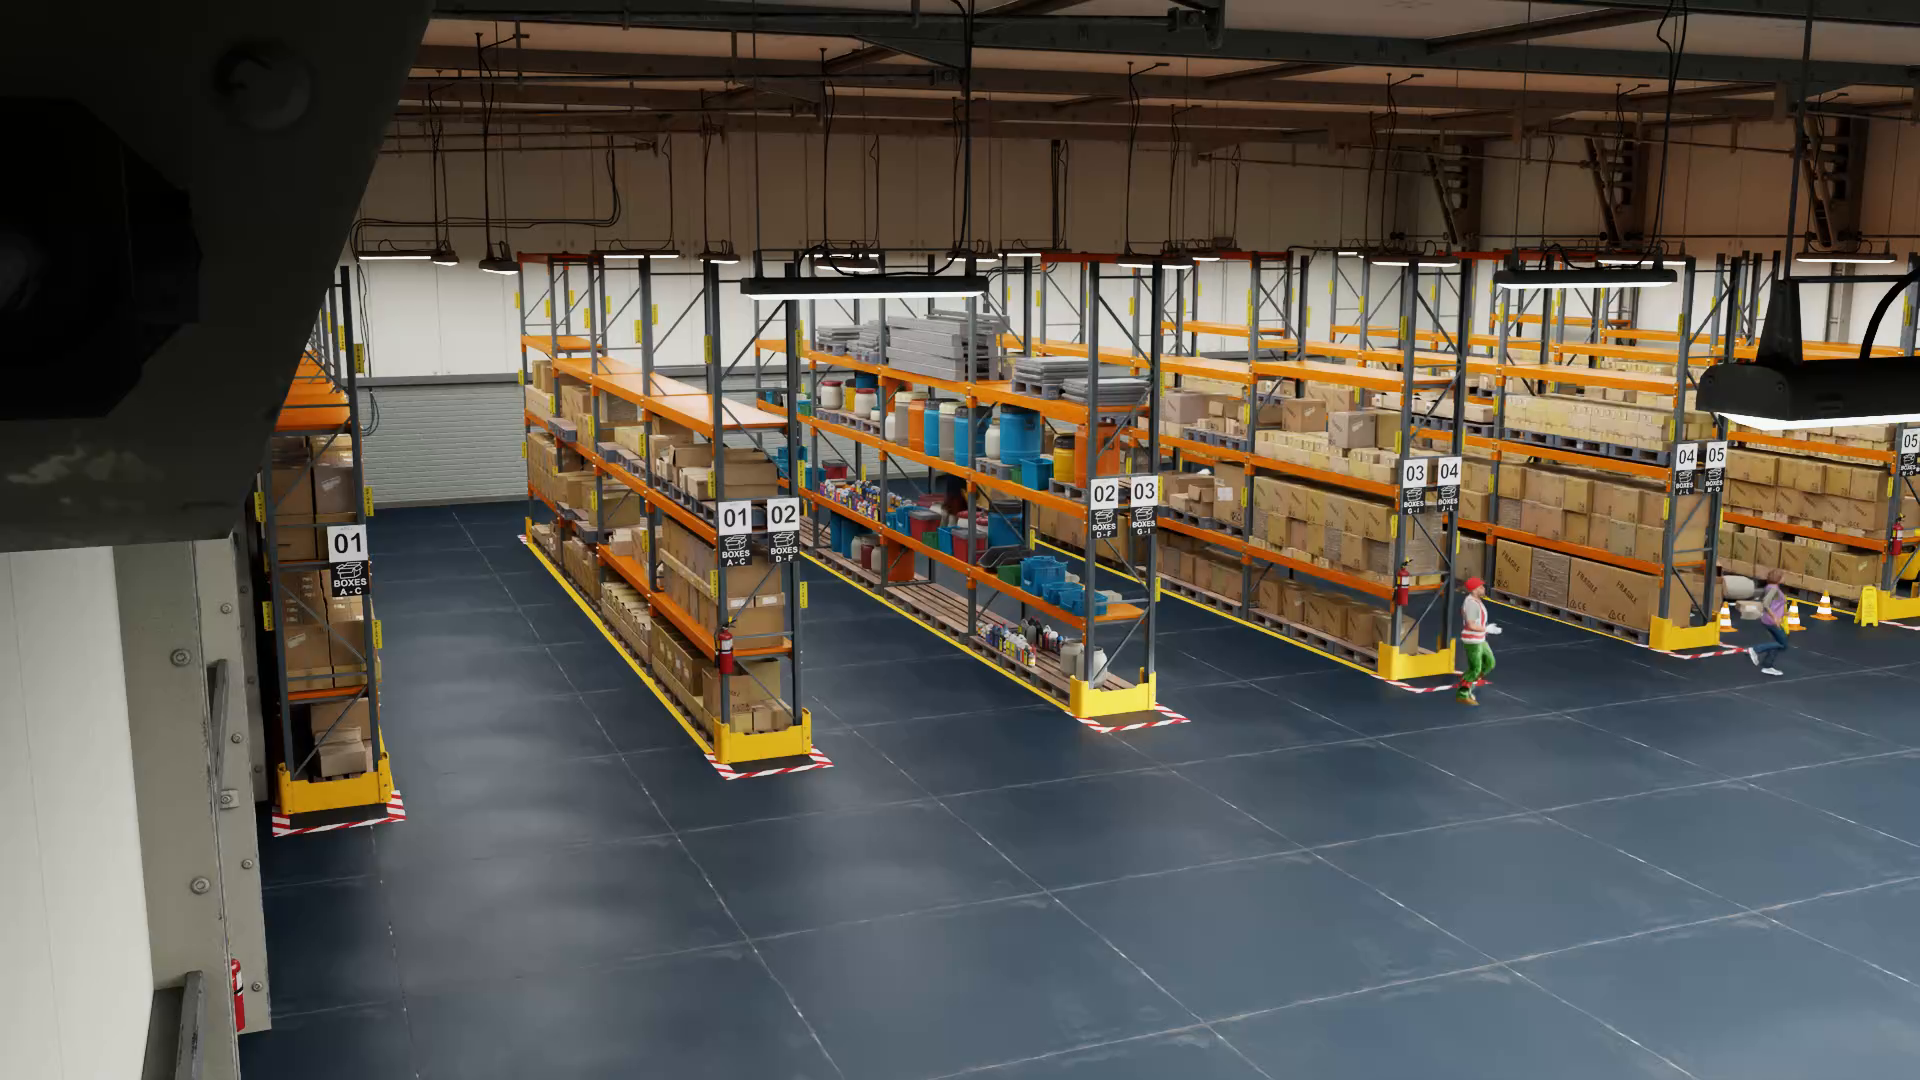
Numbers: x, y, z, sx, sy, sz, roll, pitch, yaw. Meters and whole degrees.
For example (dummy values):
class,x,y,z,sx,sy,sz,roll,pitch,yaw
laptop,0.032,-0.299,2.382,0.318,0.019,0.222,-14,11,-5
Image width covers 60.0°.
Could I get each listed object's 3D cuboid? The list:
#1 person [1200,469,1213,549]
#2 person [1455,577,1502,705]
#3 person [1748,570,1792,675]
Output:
class,x,y,z,sx,sy,sz,roll,pitch,yaw
person,4.896,-0.517,33.056,0.670,1.816,0.715,-4,11,-21
person,7.070,1.381,22.635,0.588,1.776,0.710,4,11,22
person,11.851,1.196,24.247,0.506,1.552,0.550,4,11,21
